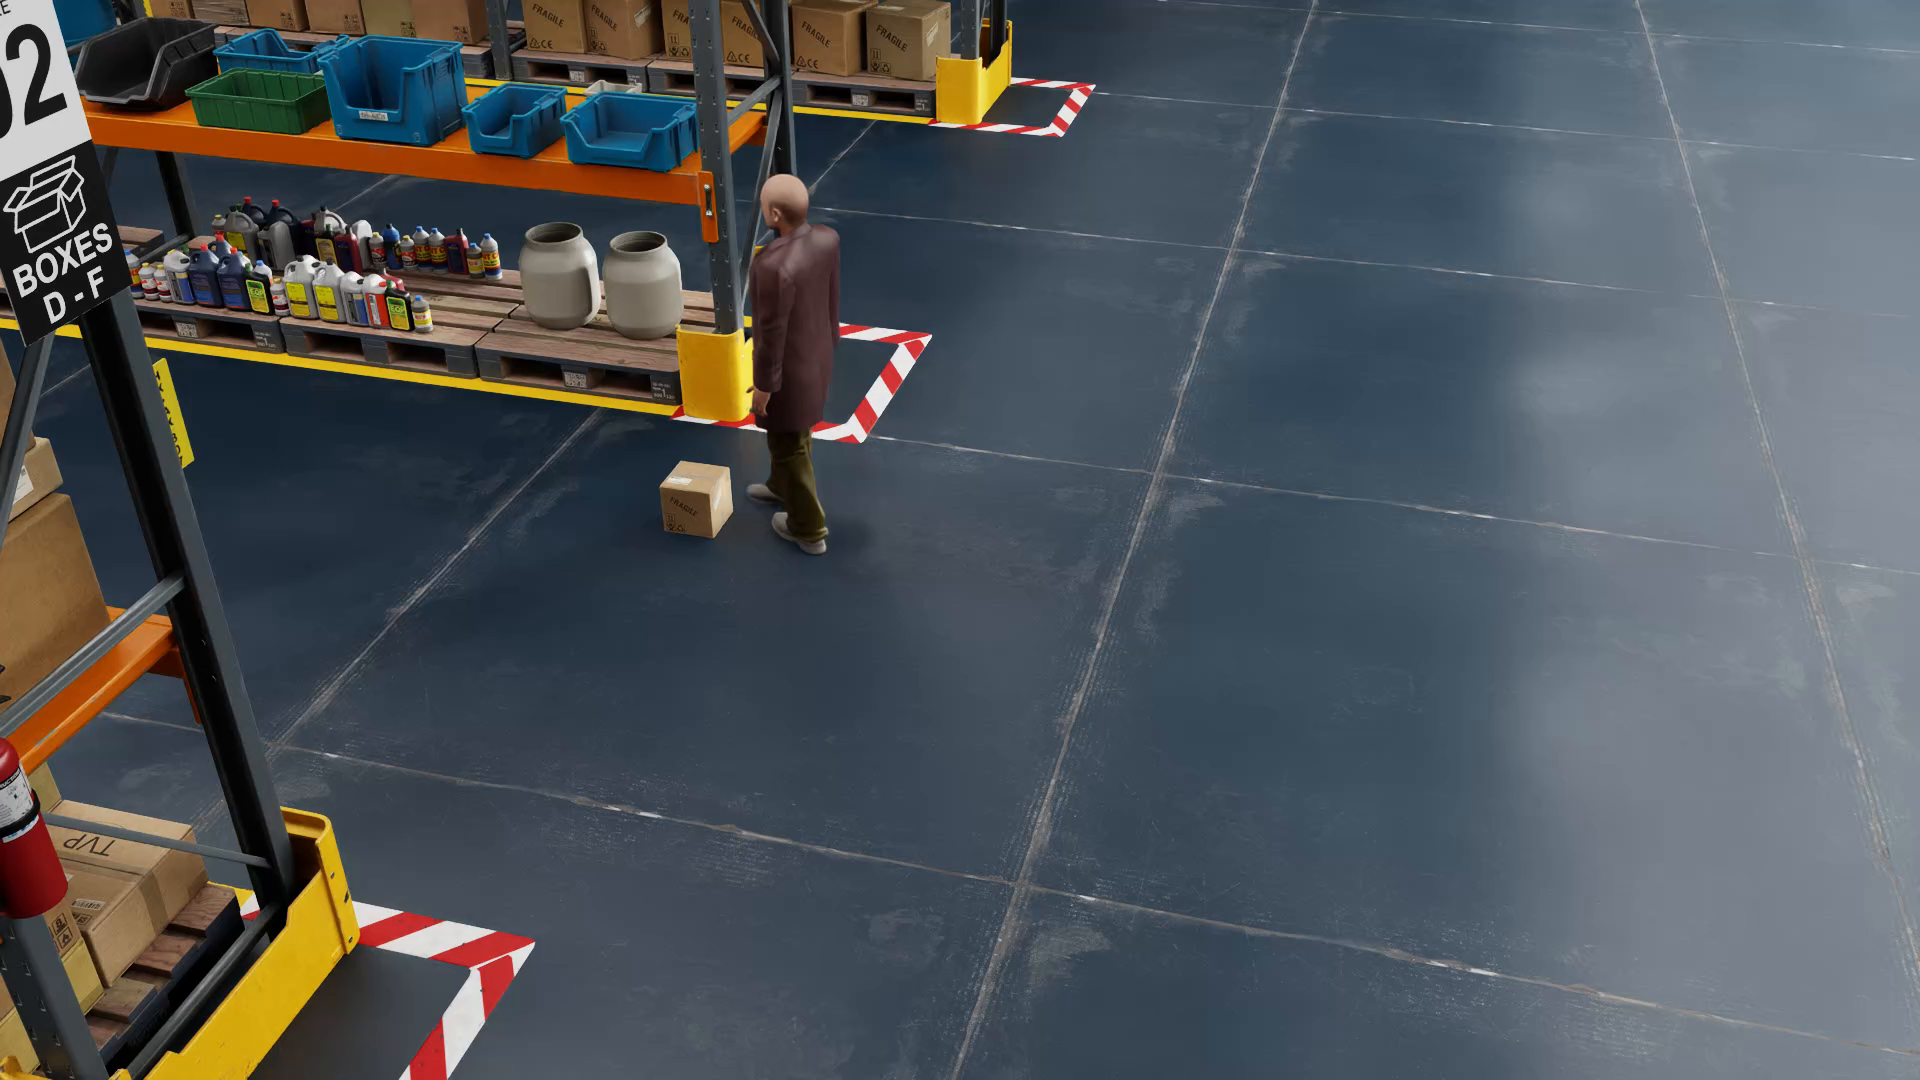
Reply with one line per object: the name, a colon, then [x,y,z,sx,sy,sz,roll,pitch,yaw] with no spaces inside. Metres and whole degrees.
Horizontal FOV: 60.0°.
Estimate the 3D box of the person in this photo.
person: [-0.859,-0.807,7.422,0.625,1.780,0.591,15,35,22]
